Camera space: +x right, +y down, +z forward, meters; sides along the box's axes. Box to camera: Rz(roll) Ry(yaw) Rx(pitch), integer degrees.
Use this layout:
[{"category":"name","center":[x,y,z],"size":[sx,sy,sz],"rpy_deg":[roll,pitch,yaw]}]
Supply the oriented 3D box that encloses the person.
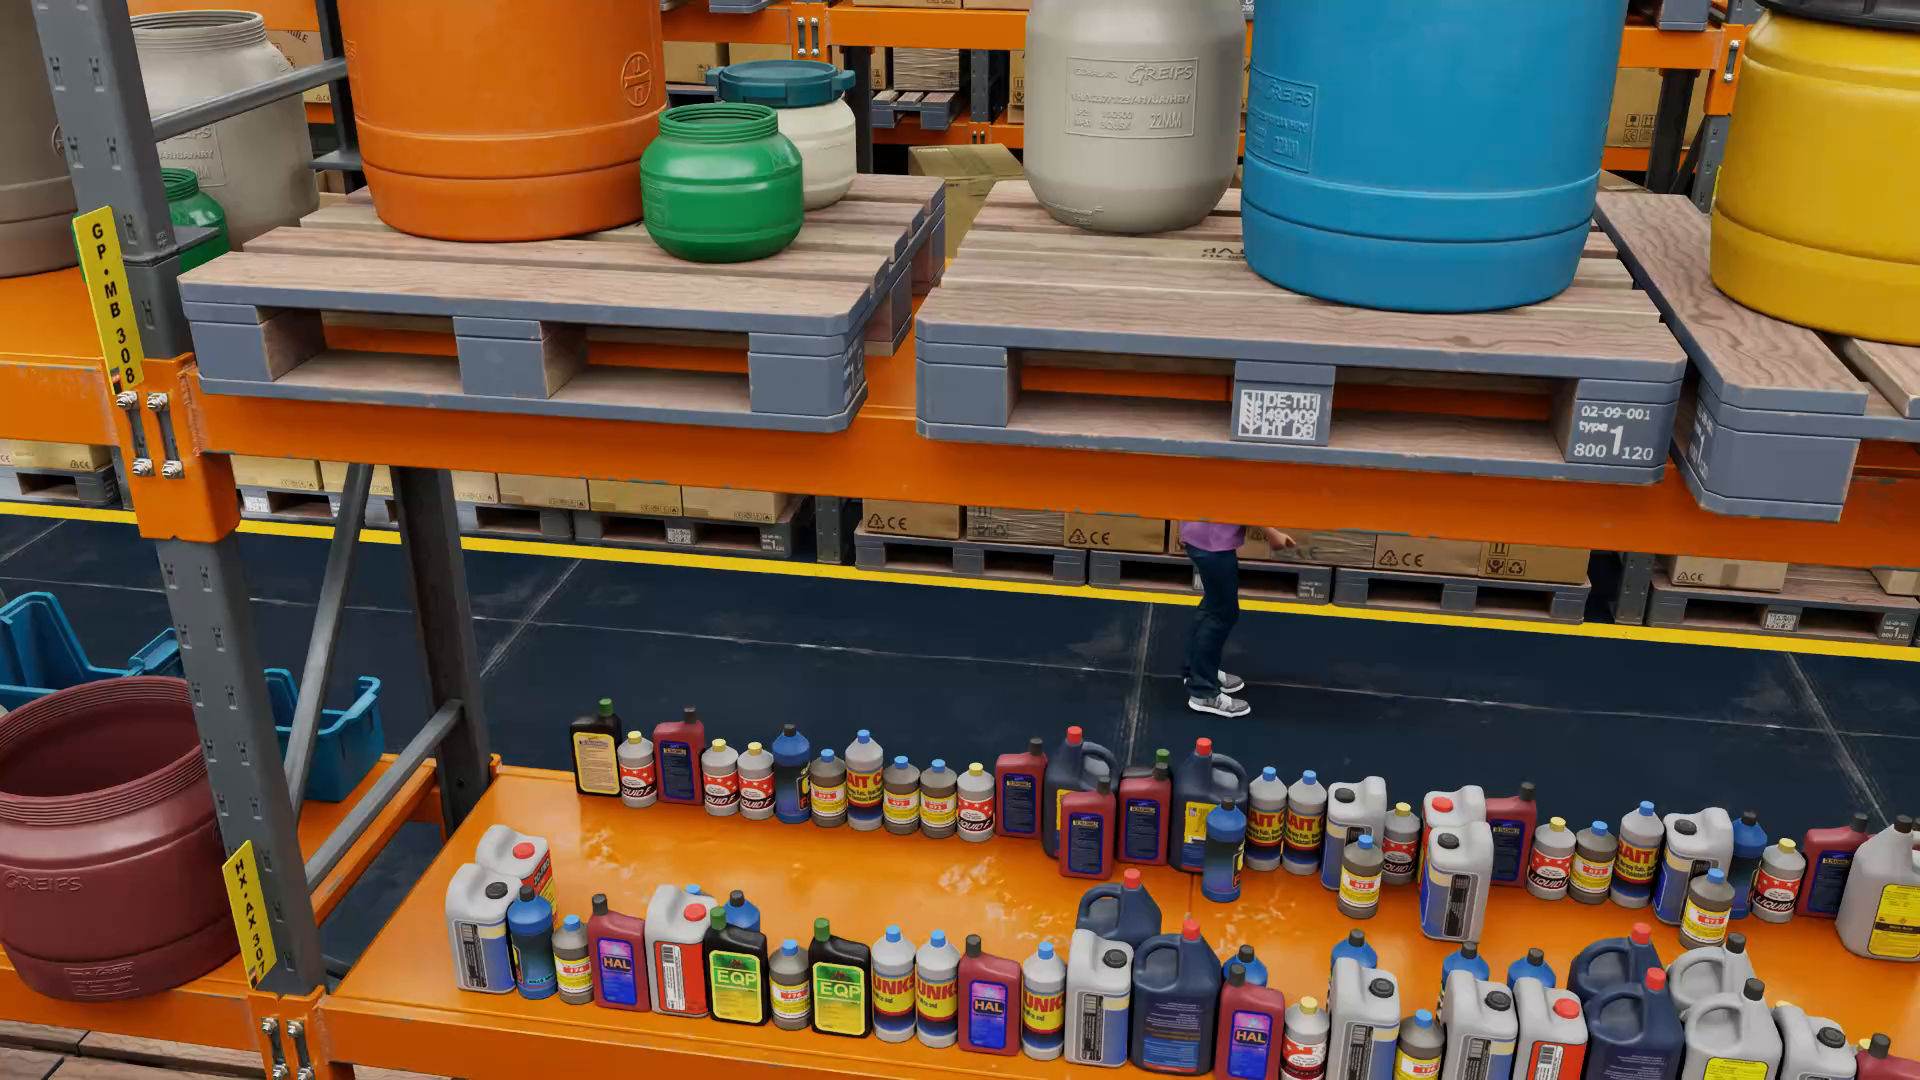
[{"category":"person","center":[1.186,0.008,7.127],"size":[0.489,1.580,0.405],"rpy_deg":[4,26,9]}]
